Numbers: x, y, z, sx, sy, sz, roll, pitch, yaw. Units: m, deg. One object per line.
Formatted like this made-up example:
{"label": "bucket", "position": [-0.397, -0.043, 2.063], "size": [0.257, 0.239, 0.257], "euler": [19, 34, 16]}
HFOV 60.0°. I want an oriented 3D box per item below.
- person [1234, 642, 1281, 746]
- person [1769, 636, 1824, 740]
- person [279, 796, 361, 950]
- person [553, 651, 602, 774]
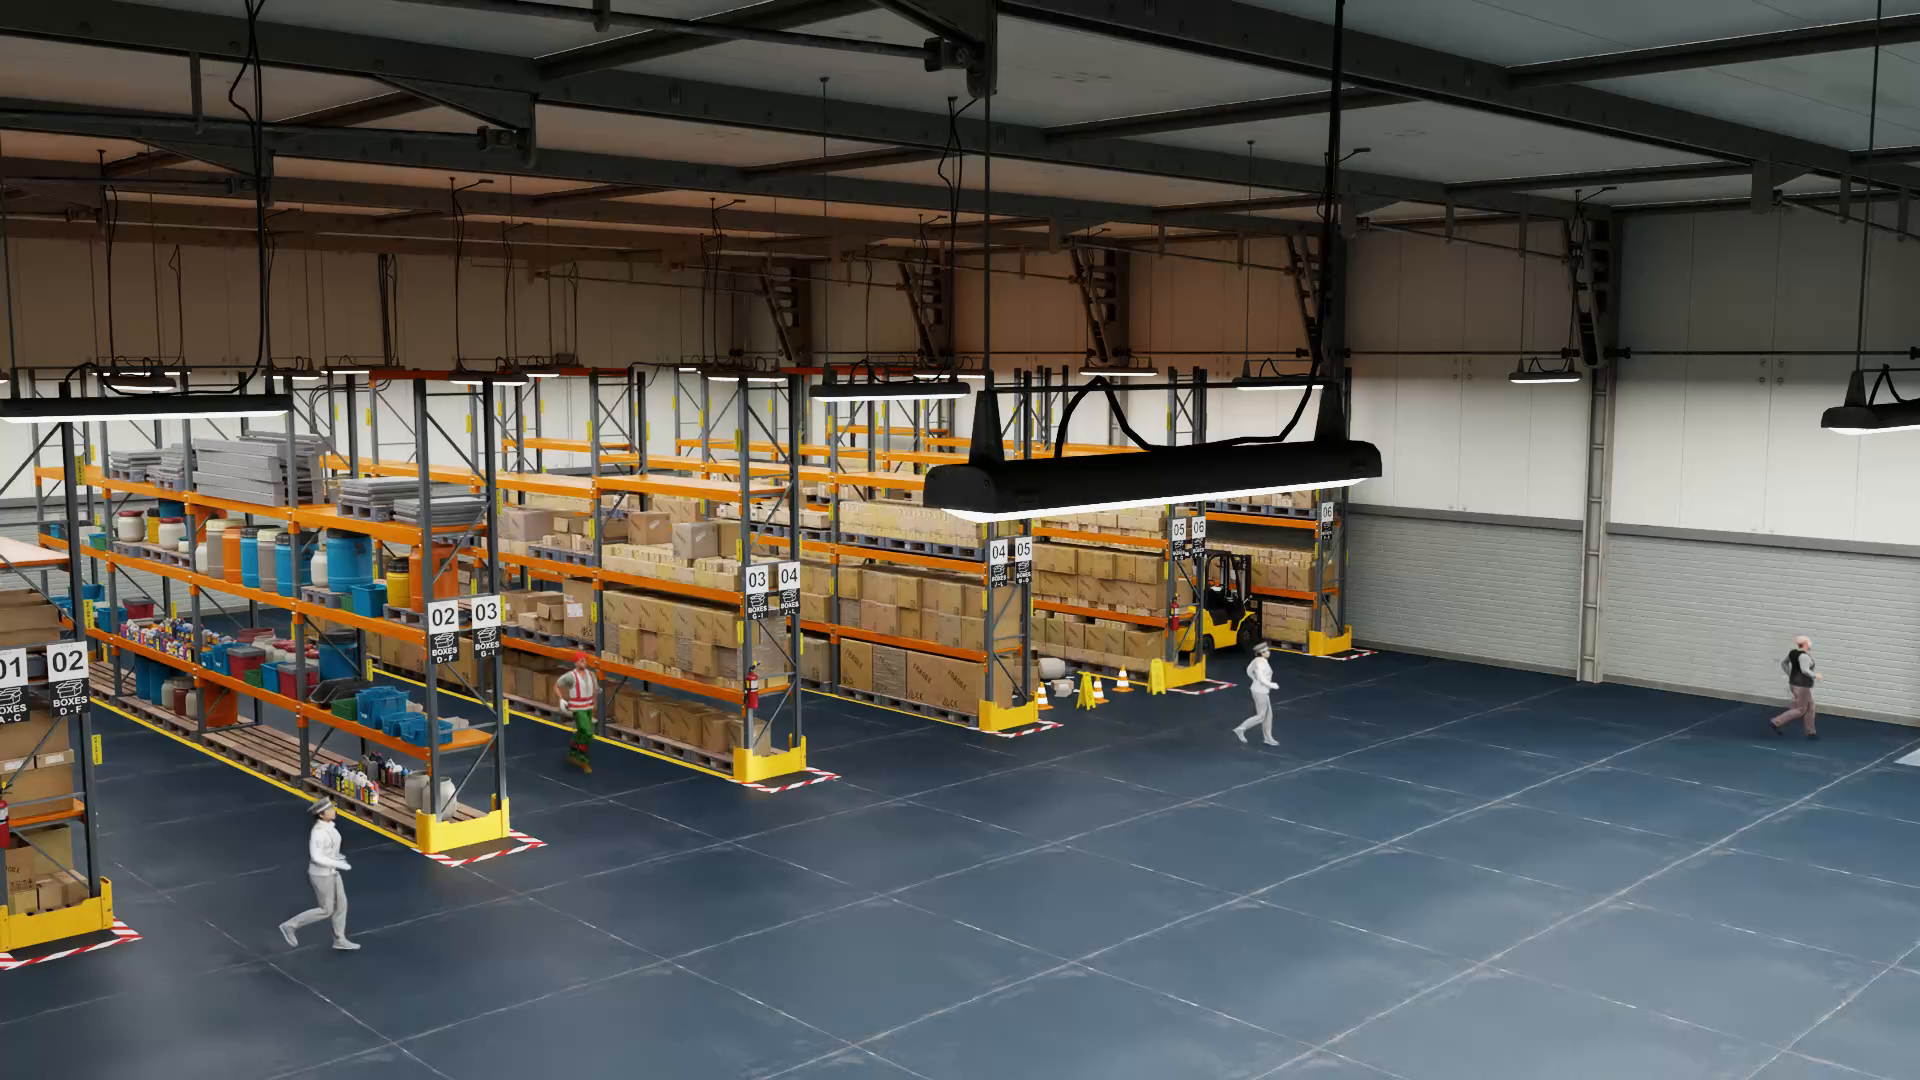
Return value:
{"label": "person", "position": [4.799, 2.481, 26.793], "size": [0.784, 1.705, 0.640], "euler": [0, 6, 1]}
{"label": "person", "position": [13.717, 2.420, 27.175], "size": [0.875, 1.724, 0.661], "euler": [1, 7, 11]}
{"label": "person", "position": [-6.780, 3.533, 17.586], "size": [0.781, 1.695, 0.624], "euler": [-1, 7, -13]}
{"label": "person", "position": [-5.730, 2.605, 25.172], "size": [0.772, 1.846, 0.643], "euler": [4, 7, 30]}
